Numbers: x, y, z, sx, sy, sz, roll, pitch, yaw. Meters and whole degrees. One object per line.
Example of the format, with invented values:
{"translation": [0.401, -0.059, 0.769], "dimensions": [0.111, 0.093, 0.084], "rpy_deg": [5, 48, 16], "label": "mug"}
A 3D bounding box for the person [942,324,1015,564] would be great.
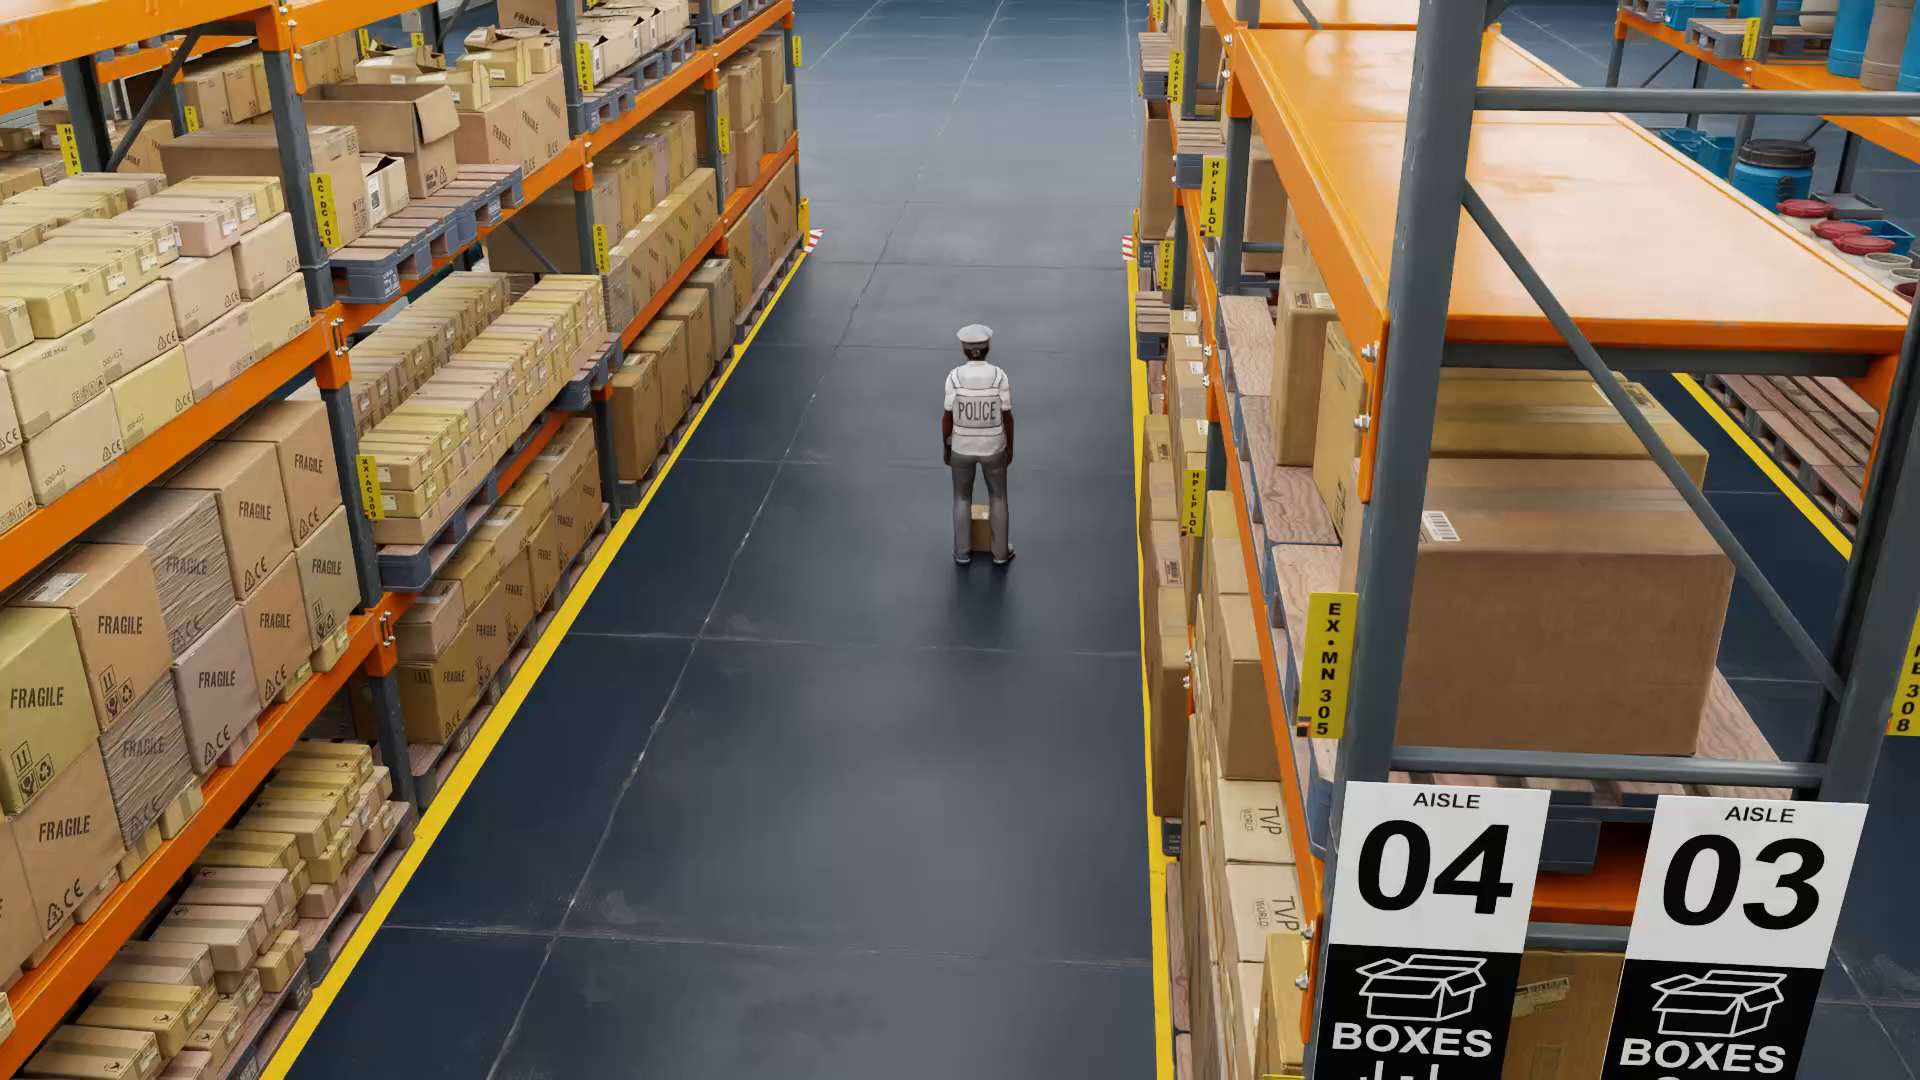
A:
{"translation": [0.133, -0.623, 11.351], "dimensions": [0.511, 1.657, 0.394], "rpy_deg": [1, 25, 2], "label": "person"}
